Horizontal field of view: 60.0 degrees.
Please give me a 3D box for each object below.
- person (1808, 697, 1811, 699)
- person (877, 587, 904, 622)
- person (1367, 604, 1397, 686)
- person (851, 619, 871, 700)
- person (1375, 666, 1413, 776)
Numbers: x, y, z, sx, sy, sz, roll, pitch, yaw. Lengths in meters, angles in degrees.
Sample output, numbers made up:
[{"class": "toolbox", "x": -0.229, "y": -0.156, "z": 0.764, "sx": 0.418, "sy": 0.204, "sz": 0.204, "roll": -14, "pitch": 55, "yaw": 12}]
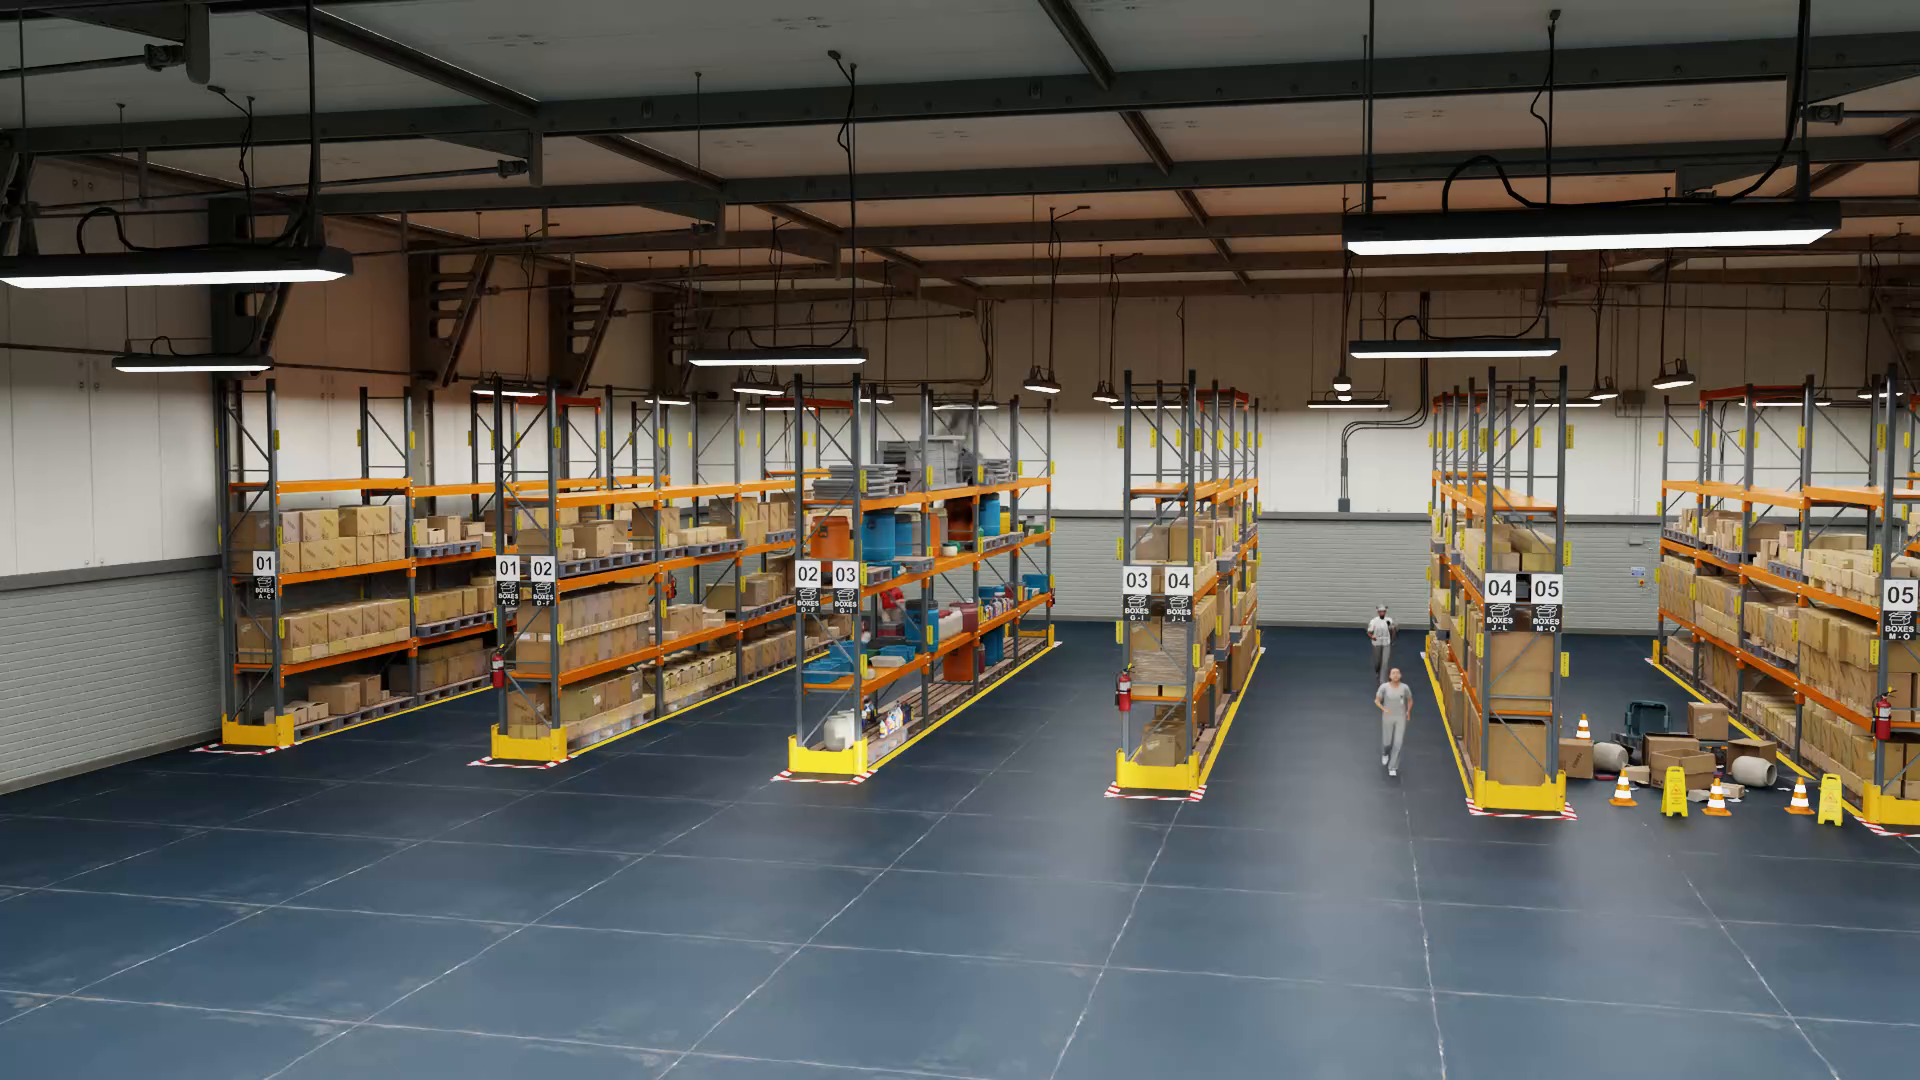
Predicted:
[{"class": "person", "x": 16.107, "y": 2.215, "z": 31.305, "sx": 0.663, "sy": 1.763, "sz": 0.971, "roll": 1, "pitch": 4, "yaw": 12}, {"class": "person", "x": -1.654, "y": 1.775, "z": 39.597, "sx": 0.666, "sy": 1.783, "sz": 0.907, "roll": 0, "pitch": 3, "yaw": 8}, {"class": "person", "x": 8.563, "y": 2.147, "z": 33.755, "sx": 0.592, "sy": 1.698, "sz": 0.900, "roll": 1, "pitch": 4, "yaw": 12}, {"class": "person", "x": -1.875, "y": 2.307, "z": 31.590, "sx": 0.510, "sy": 1.607, "sz": 0.676, "roll": 0, "pitch": 3, "yaw": 7}, {"class": "person", "x": 6.508, "y": 2.690, "z": 24.931, "sx": 0.563, "sy": 1.628, "sz": 0.639, "roll": 0, "pitch": 3, "yaw": 7}]
